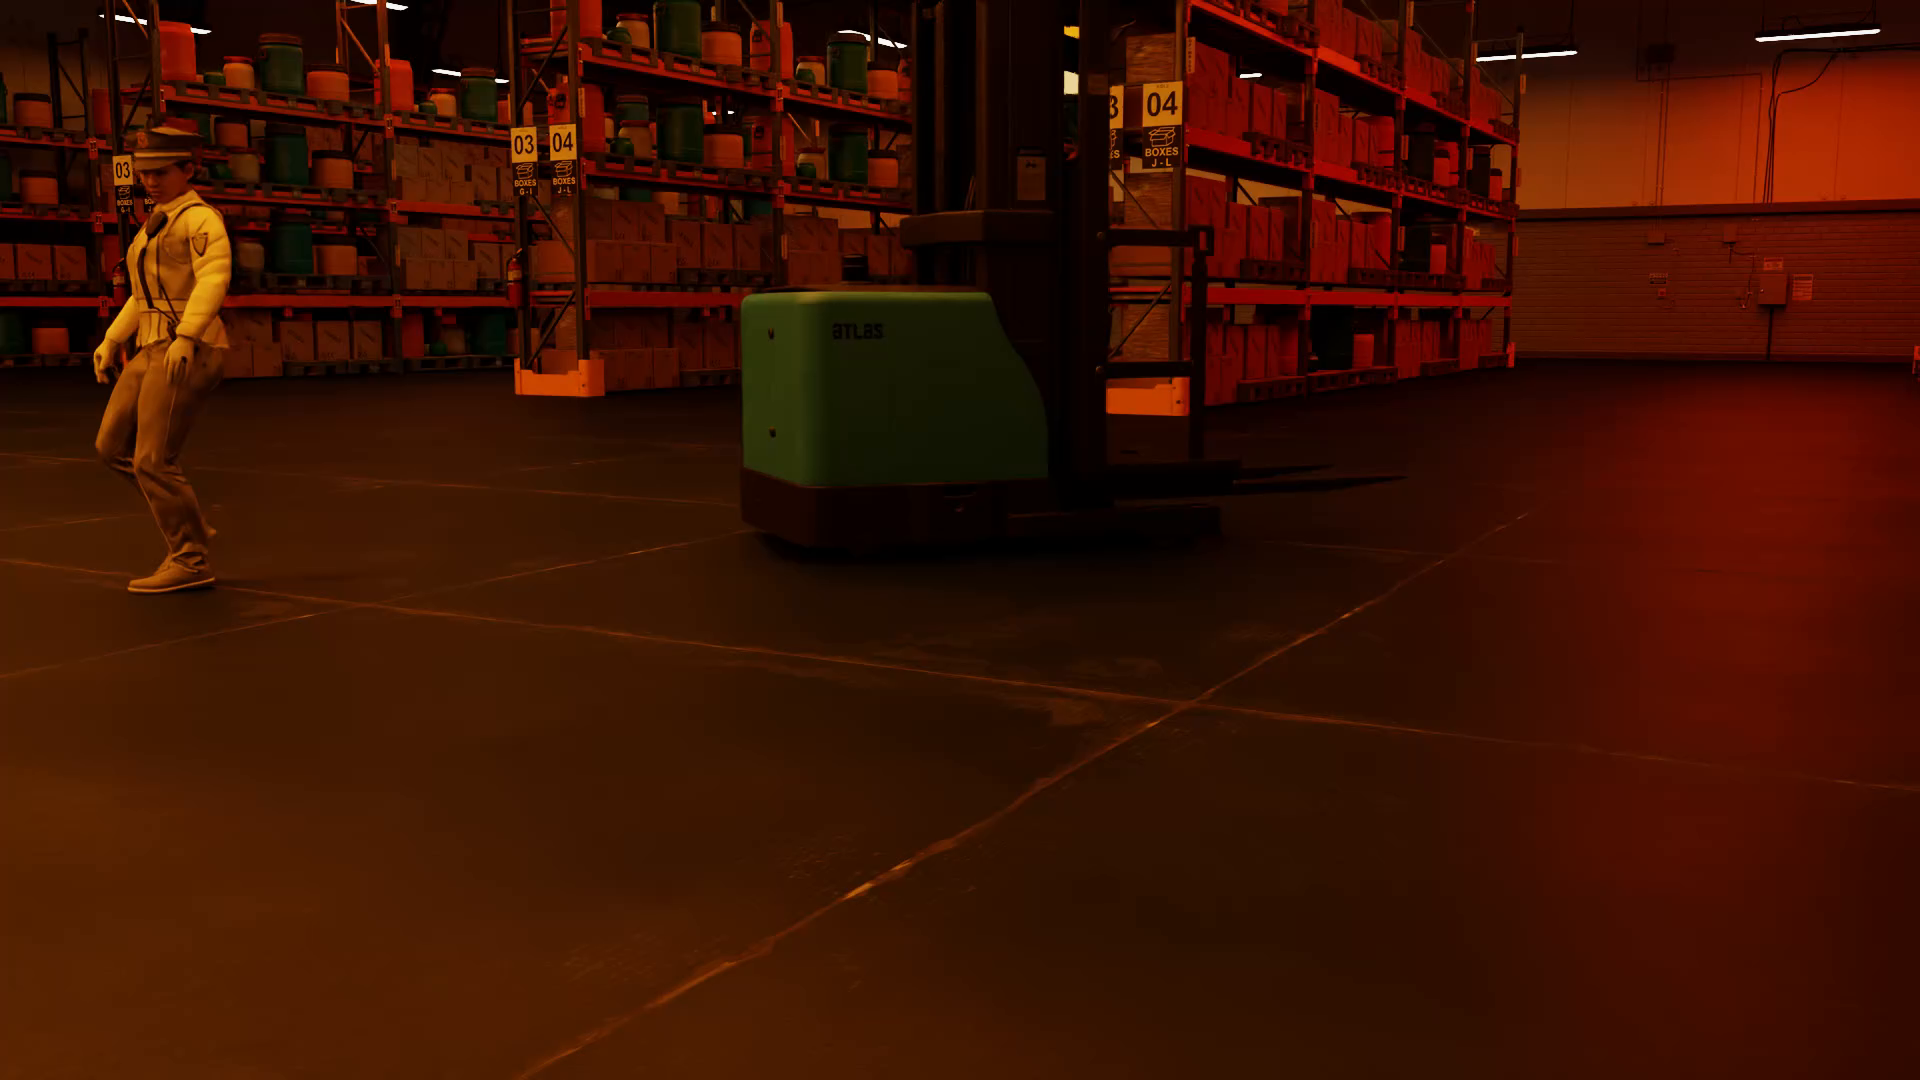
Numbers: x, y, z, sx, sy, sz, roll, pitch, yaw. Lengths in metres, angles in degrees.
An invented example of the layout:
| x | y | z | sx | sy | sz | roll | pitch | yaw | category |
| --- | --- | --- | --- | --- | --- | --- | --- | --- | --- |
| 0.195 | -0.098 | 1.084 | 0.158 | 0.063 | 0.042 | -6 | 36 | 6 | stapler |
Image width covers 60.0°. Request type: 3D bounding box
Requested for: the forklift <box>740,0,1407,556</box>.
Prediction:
| x | y | z | sx | sy | sz | roll | pitch | yaw | category |
| --- | --- | --- | --- | --- | --- | --- | --- | --- | --- |
| 0.588 | -1.492 | 7.407 | 3.031 | 2.935 | 1.130 | -3 | 9 | -23 | forklift |

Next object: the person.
| x | y | z | sx | sy | sz | roll | pitch | yaw | category |
| --- | --- | --- | --- | --- | --- | --- | --- | --- | --- |
| -2.817 | -0.623 | 5.890 | 0.430 | 1.646 | 0.732 | -5 | 9 | -34 | person |
